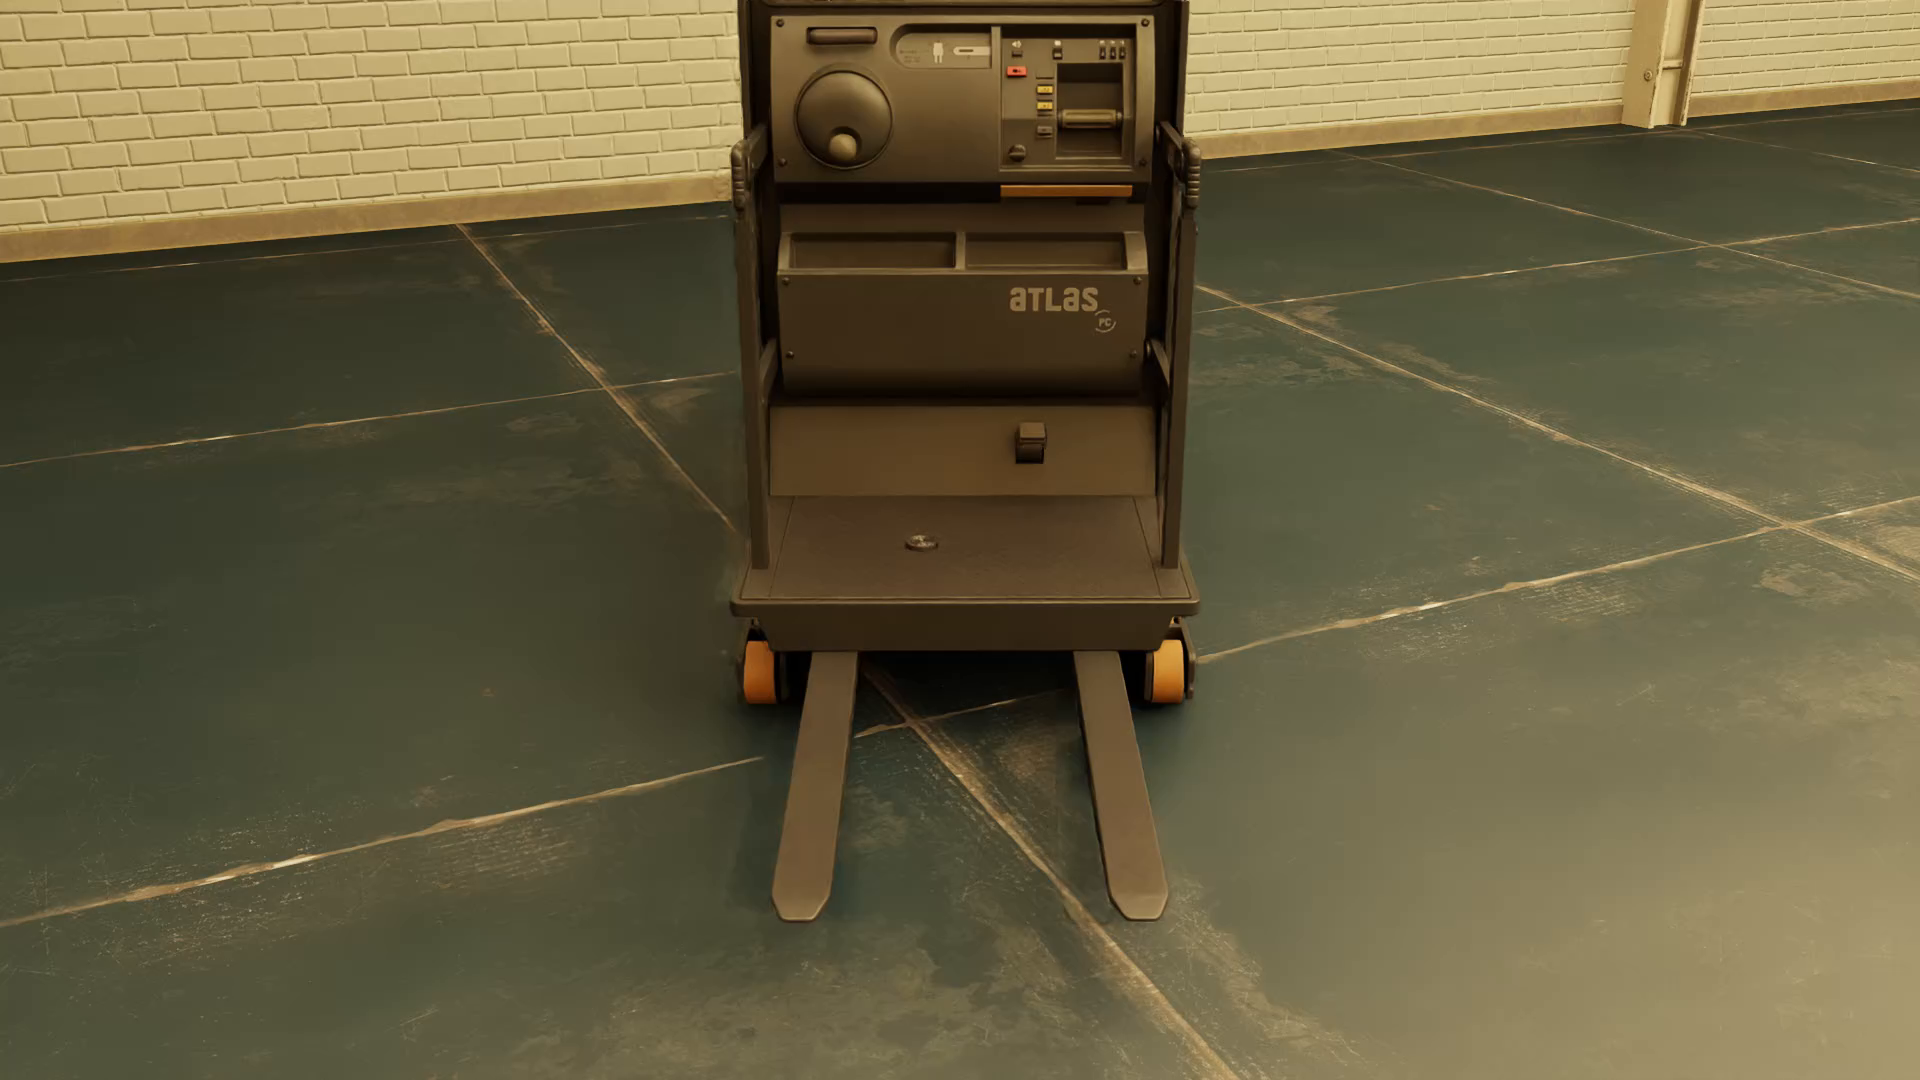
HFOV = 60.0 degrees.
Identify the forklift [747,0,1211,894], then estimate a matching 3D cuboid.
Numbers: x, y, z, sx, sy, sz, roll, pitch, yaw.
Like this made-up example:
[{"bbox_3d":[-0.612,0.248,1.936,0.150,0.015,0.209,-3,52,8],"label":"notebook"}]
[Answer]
[{"bbox_3d":[0.033,-1.101,3.935,1.130,2.935,3.031,-1,23,-3],"label":"forklift"}]
